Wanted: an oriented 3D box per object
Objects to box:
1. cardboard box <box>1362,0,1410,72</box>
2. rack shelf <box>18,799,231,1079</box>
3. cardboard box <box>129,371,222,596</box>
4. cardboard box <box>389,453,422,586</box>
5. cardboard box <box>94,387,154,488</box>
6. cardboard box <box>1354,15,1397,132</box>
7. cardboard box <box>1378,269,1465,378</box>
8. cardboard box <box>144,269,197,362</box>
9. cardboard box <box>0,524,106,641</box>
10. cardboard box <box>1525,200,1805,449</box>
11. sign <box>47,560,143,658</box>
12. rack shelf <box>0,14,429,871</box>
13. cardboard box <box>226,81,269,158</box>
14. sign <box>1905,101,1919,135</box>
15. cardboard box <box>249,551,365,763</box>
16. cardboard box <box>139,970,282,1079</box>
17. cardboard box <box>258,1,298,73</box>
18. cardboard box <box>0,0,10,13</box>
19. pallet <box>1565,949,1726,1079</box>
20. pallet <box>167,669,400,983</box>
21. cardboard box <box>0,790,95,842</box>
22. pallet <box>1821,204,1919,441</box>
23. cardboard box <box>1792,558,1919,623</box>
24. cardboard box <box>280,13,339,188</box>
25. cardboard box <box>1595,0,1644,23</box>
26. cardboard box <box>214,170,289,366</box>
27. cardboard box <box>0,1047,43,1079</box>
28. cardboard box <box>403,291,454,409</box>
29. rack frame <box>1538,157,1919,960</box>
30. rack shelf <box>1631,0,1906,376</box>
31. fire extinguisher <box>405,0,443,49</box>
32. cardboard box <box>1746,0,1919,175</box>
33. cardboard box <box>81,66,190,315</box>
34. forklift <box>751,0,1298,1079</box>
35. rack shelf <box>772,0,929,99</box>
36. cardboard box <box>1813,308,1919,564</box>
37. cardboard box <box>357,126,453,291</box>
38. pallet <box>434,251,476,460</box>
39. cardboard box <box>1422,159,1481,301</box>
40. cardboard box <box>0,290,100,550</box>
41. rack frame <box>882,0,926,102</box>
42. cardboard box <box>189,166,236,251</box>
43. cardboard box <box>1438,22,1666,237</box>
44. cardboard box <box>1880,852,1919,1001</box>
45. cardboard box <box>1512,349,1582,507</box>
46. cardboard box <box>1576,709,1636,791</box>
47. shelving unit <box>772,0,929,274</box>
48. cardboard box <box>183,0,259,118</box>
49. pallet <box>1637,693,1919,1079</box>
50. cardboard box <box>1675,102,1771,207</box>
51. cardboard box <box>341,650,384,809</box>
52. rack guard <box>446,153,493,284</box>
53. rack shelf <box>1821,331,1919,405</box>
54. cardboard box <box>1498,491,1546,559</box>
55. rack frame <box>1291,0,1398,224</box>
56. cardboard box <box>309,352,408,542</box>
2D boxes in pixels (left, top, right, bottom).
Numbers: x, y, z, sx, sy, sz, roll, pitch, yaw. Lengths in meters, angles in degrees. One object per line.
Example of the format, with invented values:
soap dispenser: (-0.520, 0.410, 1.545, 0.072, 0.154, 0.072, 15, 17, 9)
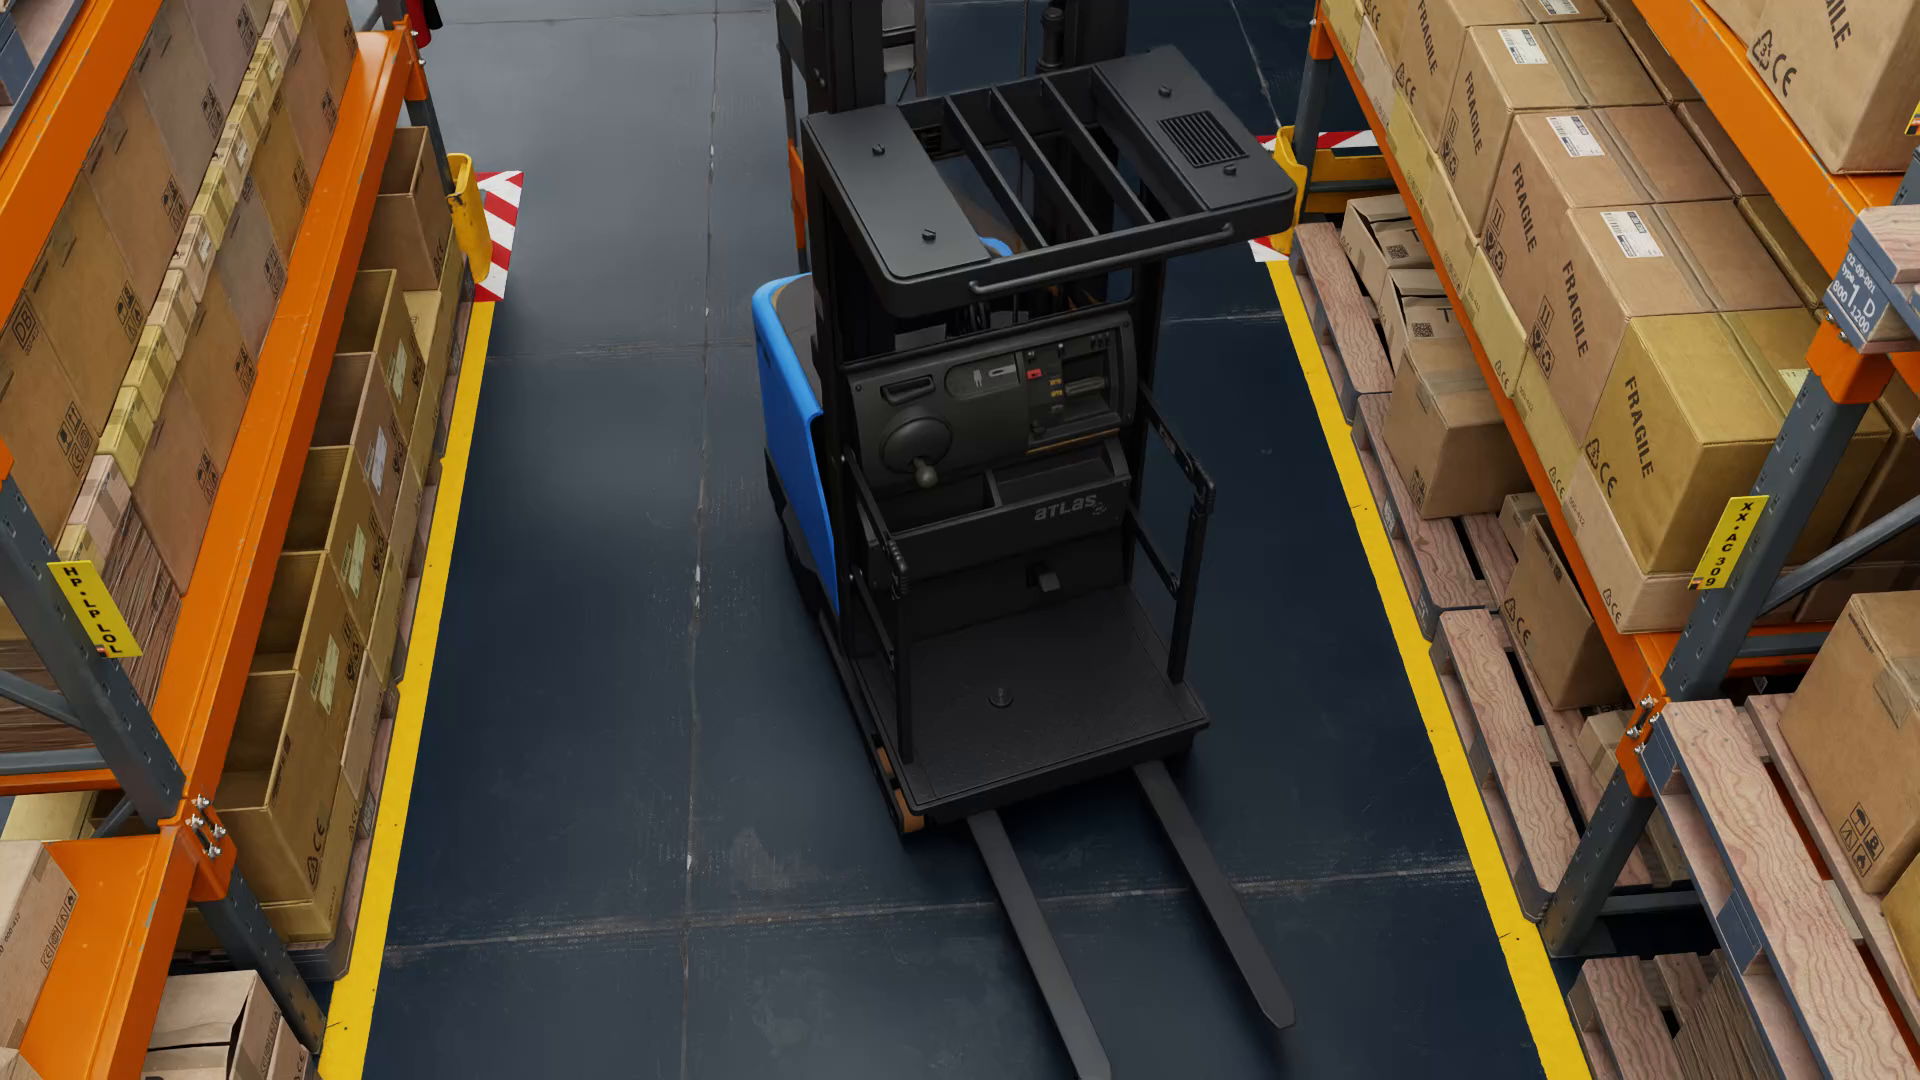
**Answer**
cardboard box: (1.862, -2.117, 6.262, 0.500, 0.500, 0.500, -3, 47, -3)
rack shelf: (-2.343, 2.267, 3.033, 1.077, 0.370, 4.000, -3, 47, -3)
cardboard box: (-2.605, -0.164, 4.770, 0.700, 0.500, 0.500, -4, 47, -4)
cardboard box: (-2.369, -0.066, 6.351, 0.500, 0.250, 0.500, -3, 47, -3)
cardboard box: (-2.385, -0.260, 4.414, 0.380, 0.149, 0.250, -5, 47, -4)
cardboard box: (1.873, -1.834, 6.510, 0.500, 0.250, 0.500, -5, 47, -5)
cardboard box: (2.106, -0.934, 7.117, 0.500, 0.311, 0.500, 0, 47, 0)
cardboard box: (-2.427, -0.630, 4.765, 0.380, 0.149, 0.250, -5, 47, -5)
cardboard box: (-2.340, 0.109, 4.066, 0.380, 0.149, 0.250, -4, 47, -3)
cardboard box: (2.030, -0.629, 4.852, 0.500, 0.500, 0.500, -4, 47, -4)
sign: (-1.971, 0.161, 3.788, 0.100, 0.325, 0.005, -3, 47, -3)
rack shelf: (-2.678, -0.627, 5.774, 1.077, 0.370, 4.000, -3, 47, -3)
cardboard box: (-2.514, -1.378, 5.473, 0.380, 0.149, 0.250, -2, 47, -2)
sign: (1.885, -0.902, 3.116, 0.100, 0.325, 0.005, -3, 47, -3)
cardboard box: (-2.287, 0.400, 5.394, 0.500, 0.500, 0.500, -3, 47, -3)
cardboard box: (-2.191, 1.456, 4.523, 0.500, 0.311, 0.500, -3, 47, -3)
cardboard box: (-2.560, -1.758, 5.833, 0.380, 0.149, 0.250, -3, 47, -3)
cardboard box: (-2.335, -1.392, 3.612, 0.500, 0.311, 0.500, -6, 47, -5)
pallet: (2.492, 1.791, 4.909, 1.003, 0.211, 1.213, -3, 47, -3)
pallet: (-2.535, 0.953, 5.702, 1.003, 0.211, 1.213, -3, 47, -3)
cardboard box: (-2.767, 1.051, 5.293, 0.500, 0.250, 0.500, -3, 47, -3)
pallet: (2.371, -0.245, 2.980, 1.213, 0.211, 1.003, -3, 47, -3)
cardboard box: (2.600, -0.040, 4.811, 0.500, 0.250, 0.500, -3, 47, -3)
cardboard box: (-2.770, -1.638, 6.166, 0.700, 0.500, 0.500, -2, 47, -2)
cardboard box: (2.422, -1.772, 5.935, 0.500, 0.500, 0.500, -5, 47, -4)
cardboard box: (-2.687, -0.898, 5.465, 0.700, 0.500, 0.500, -2, 47, -2)
cardboard box: (-2.254, 1.243, 3.599, 0.396, 0.266, 0.258, -5, 47, -4)
cardboard box: (-2.452, -0.790, 7.036, 0.500, 0.250, 0.500, -3, 47, -3)
rack frame: (2.425, 0.269, 4.430, 1.000, 3.000, 0.127, -3, 47, -3)
rack shelf: (2.258, -1.963, 4.972, 1.077, 0.370, 4.000, -3, 47, -3)
fire extinguisher: (-2.393, -2.409, 7.019, 0.296, 0.674, 0.183, -3, 47, -3)
cardboard box: (2.137, -1.156, 3.631, 0.500, 0.500, 0.500, -2, 47, -2)
cardboard box: (-2.639, -0.957, 4.628, 0.700, 0.500, 0.500, -4, 47, -3)
forklift: (0.191, -0.335, 5.049, 1.130, 2.935, 3.031, -15, 48, -14)
rack shelf: (-0.394, -1.742, 6.008, 0.431, 0.518, 0.480, -15, 48, -14)
cardboard box: (2.594, -0.297, 4.539, 0.500, 0.500, 0.500, -4, 47, -4)
cardboard box: (-2.504, -1.409, 7.106, 0.500, 0.500, 0.500, -3, 47, -3)
pallet: (-2.740, -0.812, 7.374, 1.003, 0.211, 1.213, -3, 47, -3)
cardboard box: (1.949, -1.099, 5.814, 0.500, 0.250, 0.500, -3, 47, -3)
cardboard box: (-2.554, -0.229, 3.938, 0.700, 0.500, 0.500, -3, 47, -3)
rack frame: (-0.310, -1.104, 6.349, 0.400, 2.100, 0.015, -15, 48, -14)
cardboard box: (-2.473, -1.012, 5.127, 0.380, 0.149, 0.250, -4, 47, -4)
cardboard box: (1.954, -1.370, 5.554, 0.500, 0.500, 0.500, -2, 47, -2)
cardboard box: (2.474, 0.858, 3.500, 0.700, 0.500, 0.500, 1, 47, 1)
cardboard box: (2.050, -0.372, 5.126, 0.500, 0.250, 0.500, -3, 47, -3)
cardboard box: (2.351, 0.706, 5.664, 0.380, 0.166, 0.250, -9, 47, -8)
shelving unit: (-0.394, -1.270, 6.507, 0.431, 2.100, 0.503, -15, 48, -14)
cardboard box: (-2.722, -1.681, 5.313, 0.700, 0.500, 0.500, -3, 47, -3)
pallet: (2.344, 0.896, 3.967, 1.003, 0.211, 1.213, -3, 47, -3)
cardboard box: (2.518, -1.033, 5.235, 0.500, 0.500, 0.500, -2, 47, -2)
cardboard box: (-2.284, 0.657, 5.666, 0.500, 0.250, 0.500, -3, 47, -3)
rack guard: (-2.848, -1.480, 7.807, 1.175, 0.500, 0.348, -3, 47, -3)
rack shelf: (2.593, 0.931, 2.231, 1.077, 0.370, 4.000, -3, 47, -3)
cardboard box: (2.311, -0.061, 6.402, 0.380, 0.149, 0.250, -7, 47, -6)
rack frame: (2.090, -2.626, 7.171, 1.000, 3.000, 0.127, -3, 47, -3)
cardboard box: (-2.365, -0.324, 6.079, 0.500, 0.500, 0.500, -3, 47, -3)
